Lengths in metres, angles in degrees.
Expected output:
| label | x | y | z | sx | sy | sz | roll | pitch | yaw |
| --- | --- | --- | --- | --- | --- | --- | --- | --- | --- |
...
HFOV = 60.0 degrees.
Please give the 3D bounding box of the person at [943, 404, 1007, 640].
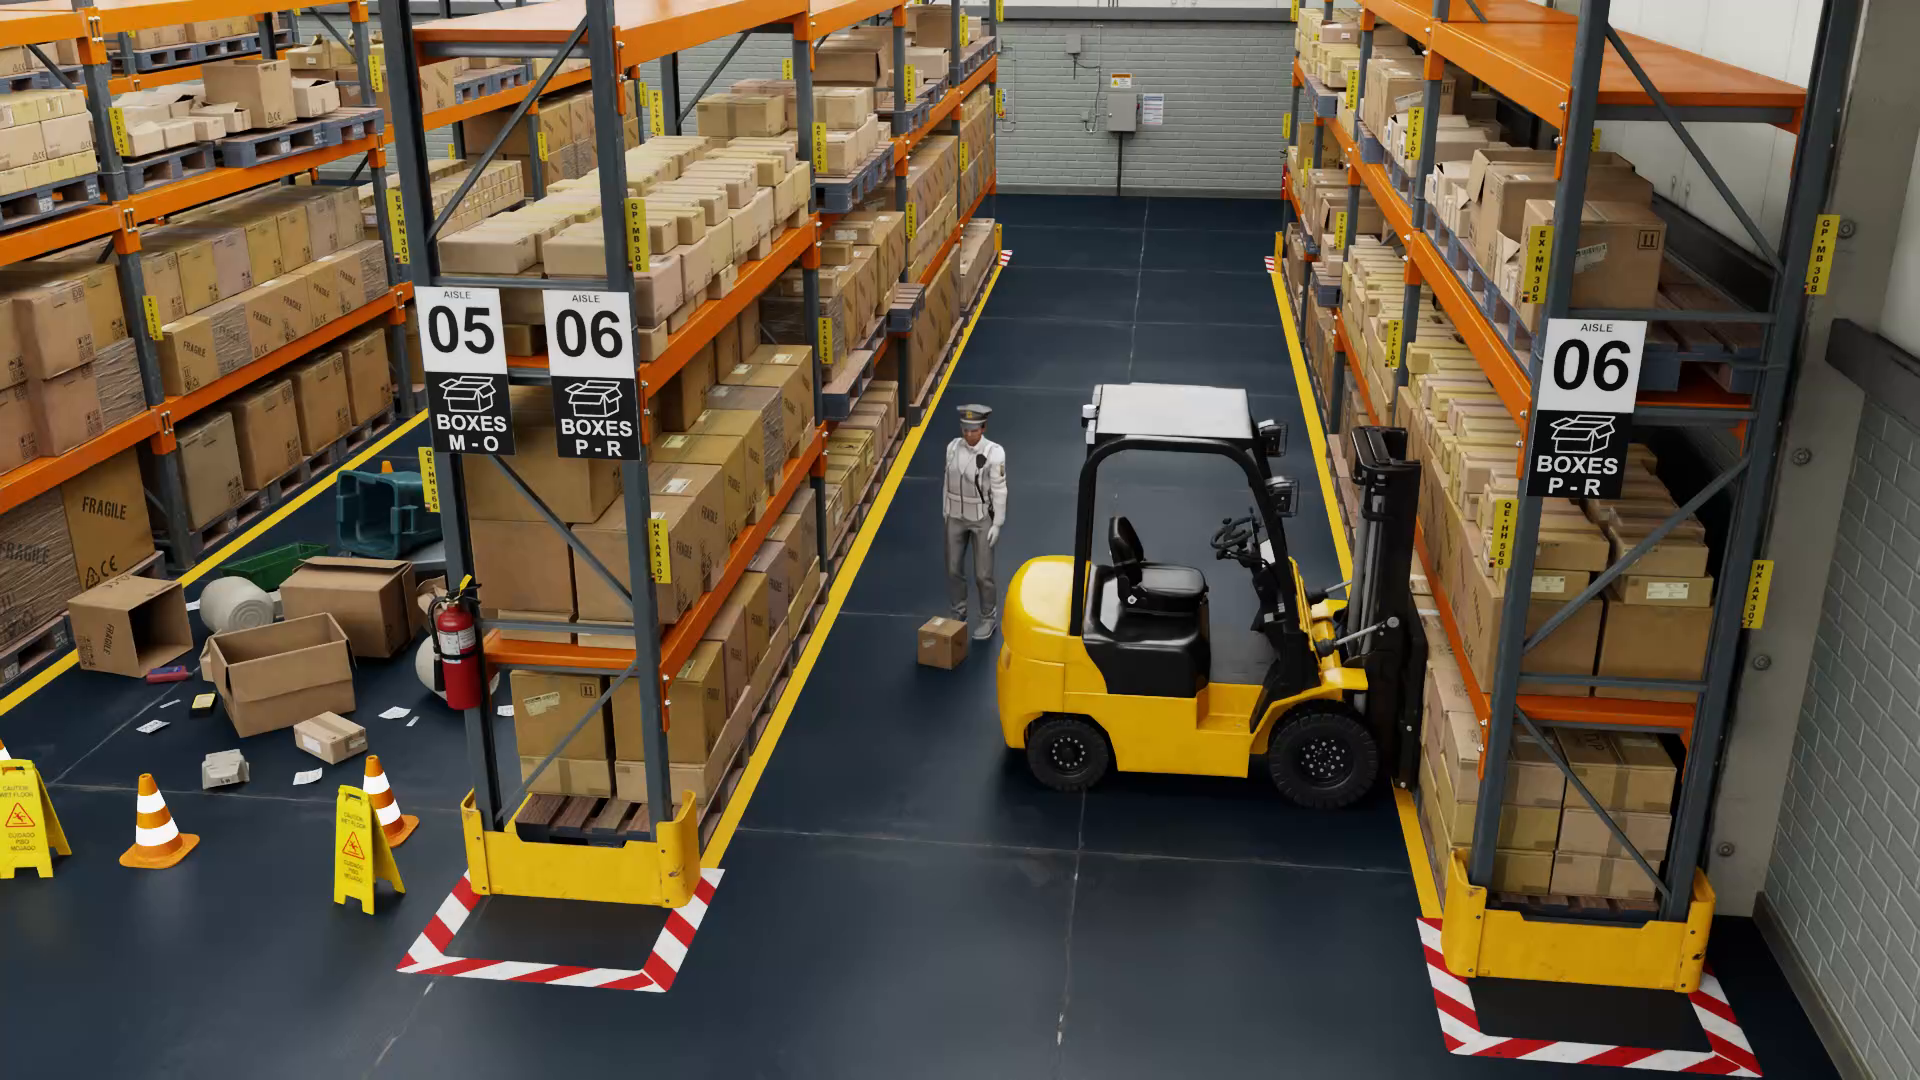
| label | x | y | z | sx | sy | sz | roll | pitch | yaw |
| --- | --- | --- | --- | --- | --- | --- | --- | --- | --- |
| person | 0.088 | -0.128 | 11.423 | 0.473 | 1.661 | 0.331 | 10 | 24 | 25 |
